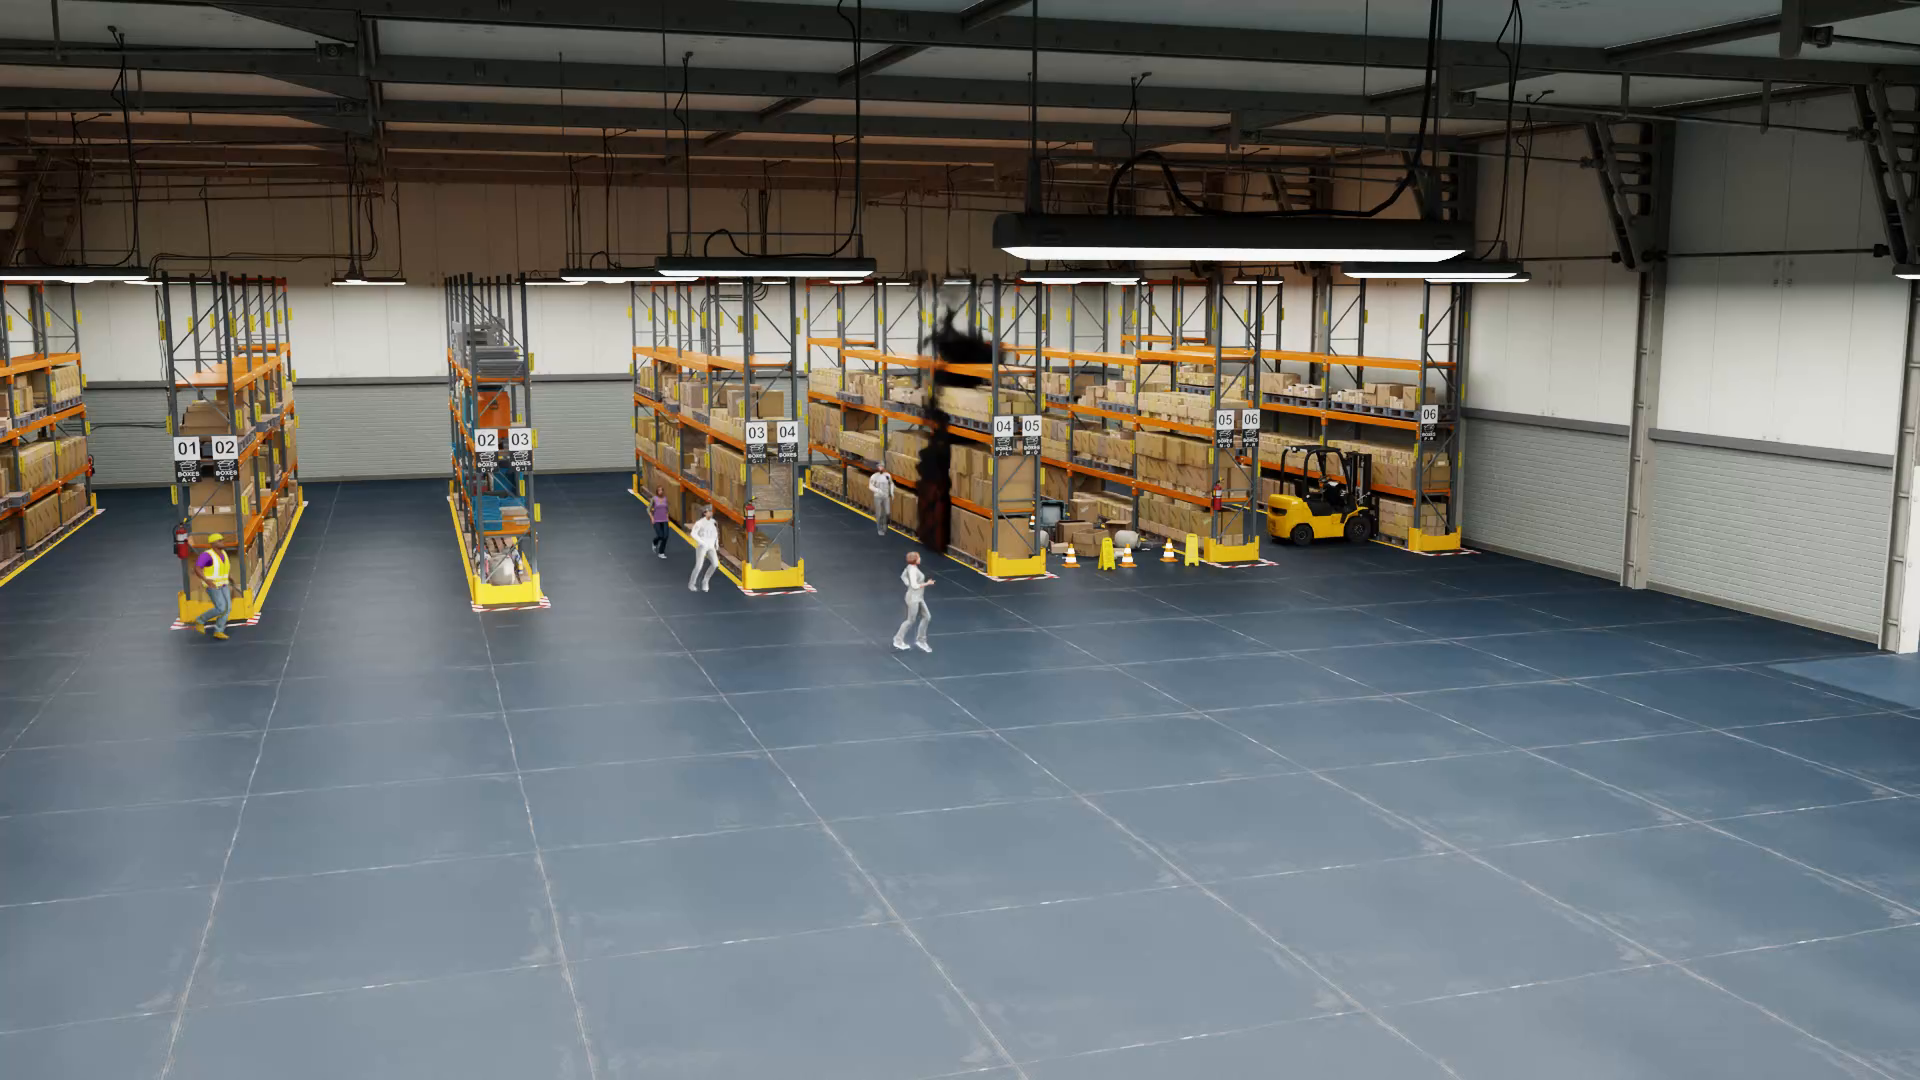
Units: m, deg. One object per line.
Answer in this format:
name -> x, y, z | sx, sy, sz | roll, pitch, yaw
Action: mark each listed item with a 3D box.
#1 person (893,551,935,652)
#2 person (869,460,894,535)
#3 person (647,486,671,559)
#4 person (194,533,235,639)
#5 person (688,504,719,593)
person -> -0.720, 0.979, 26.278 | 0.678, 1.635, 0.516 | 1, 9, 6
person -> -1.708, -0.932, 36.815 | 0.601, 1.679, 0.547 | -2, 9, -15
person -> -6.393, -0.382, 35.488 | 0.507, 1.552, 0.512 | -5, 10, -28
person -> -12.300, 0.756, 27.475 | 0.589, 1.739, 0.733 | 2, 9, 12
person -> -4.816, 0.148, 31.664 | 0.674, 1.667, 0.622 | -7, 11, -39
